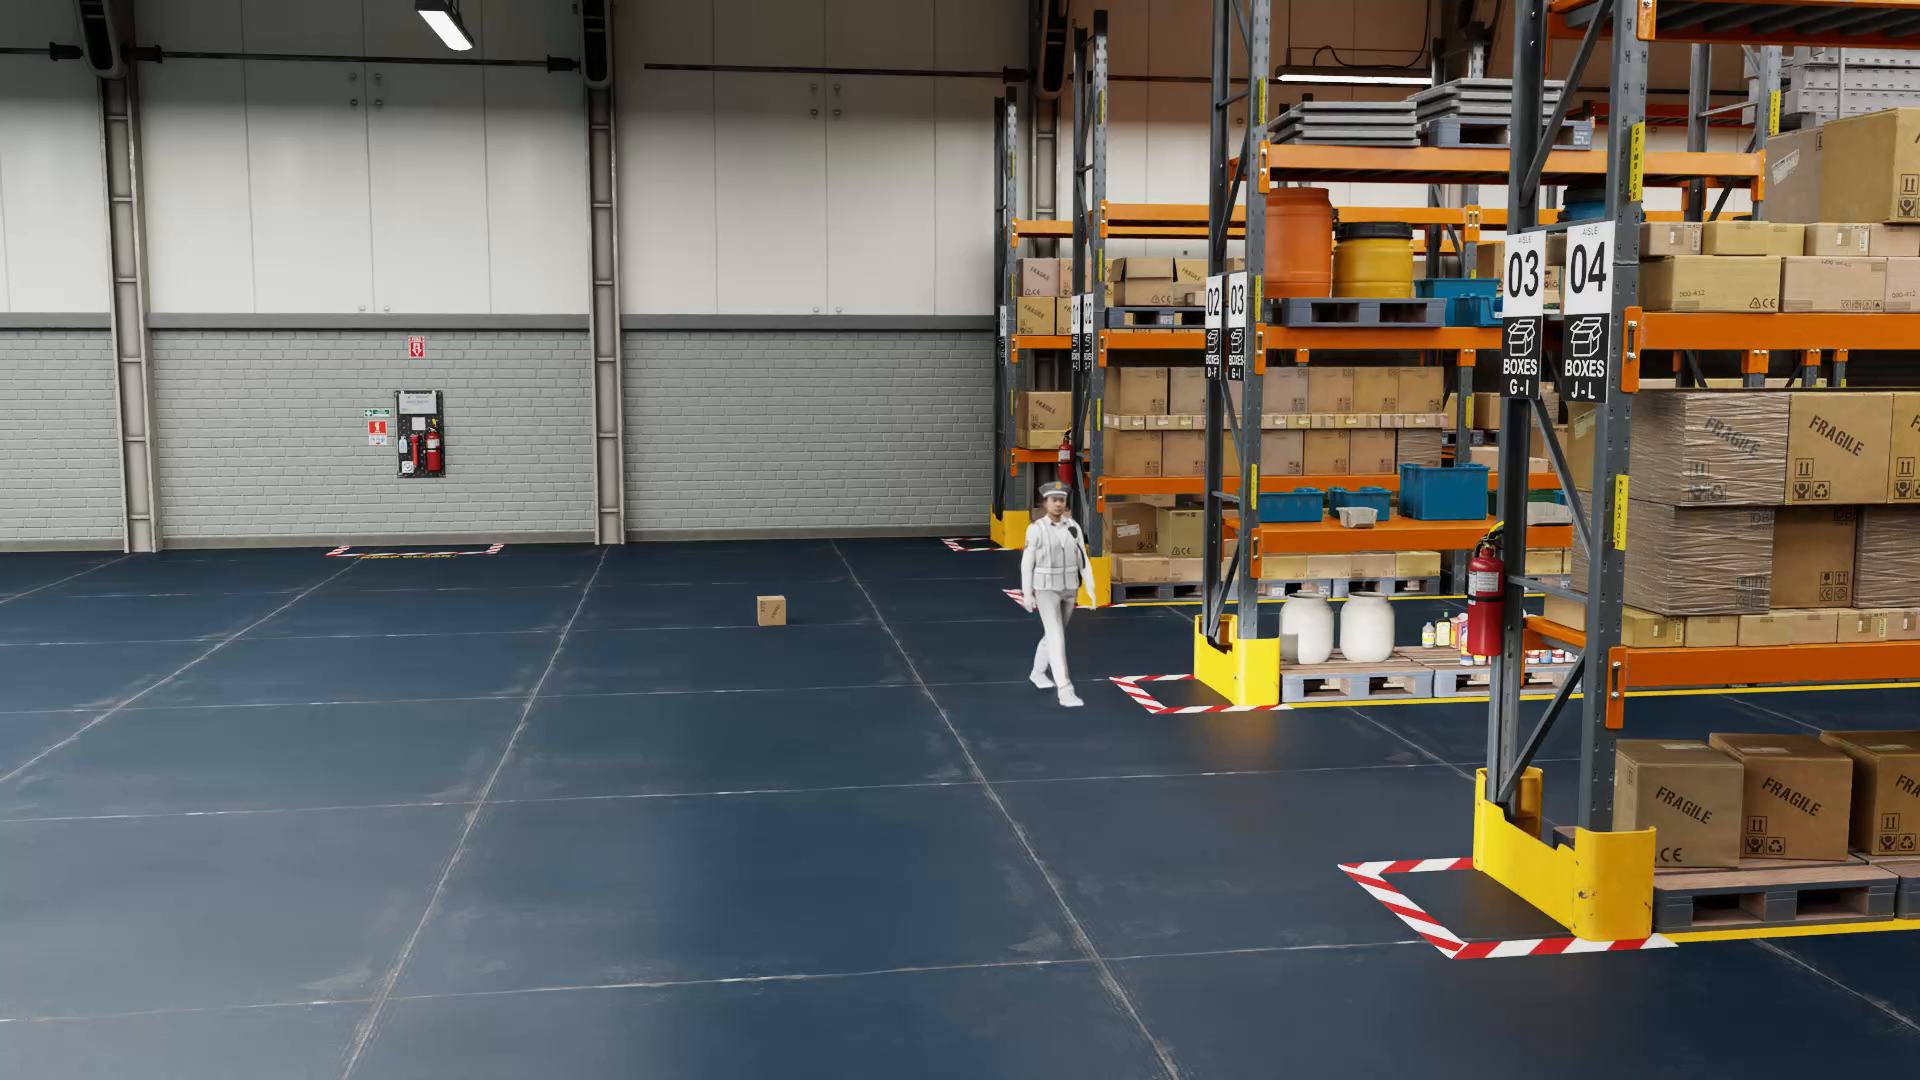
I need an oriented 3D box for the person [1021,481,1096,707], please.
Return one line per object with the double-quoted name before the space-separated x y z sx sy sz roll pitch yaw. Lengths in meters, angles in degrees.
"person" 0.758 0.370 12.425 0.481 1.628 1.008 -3 7 -26
